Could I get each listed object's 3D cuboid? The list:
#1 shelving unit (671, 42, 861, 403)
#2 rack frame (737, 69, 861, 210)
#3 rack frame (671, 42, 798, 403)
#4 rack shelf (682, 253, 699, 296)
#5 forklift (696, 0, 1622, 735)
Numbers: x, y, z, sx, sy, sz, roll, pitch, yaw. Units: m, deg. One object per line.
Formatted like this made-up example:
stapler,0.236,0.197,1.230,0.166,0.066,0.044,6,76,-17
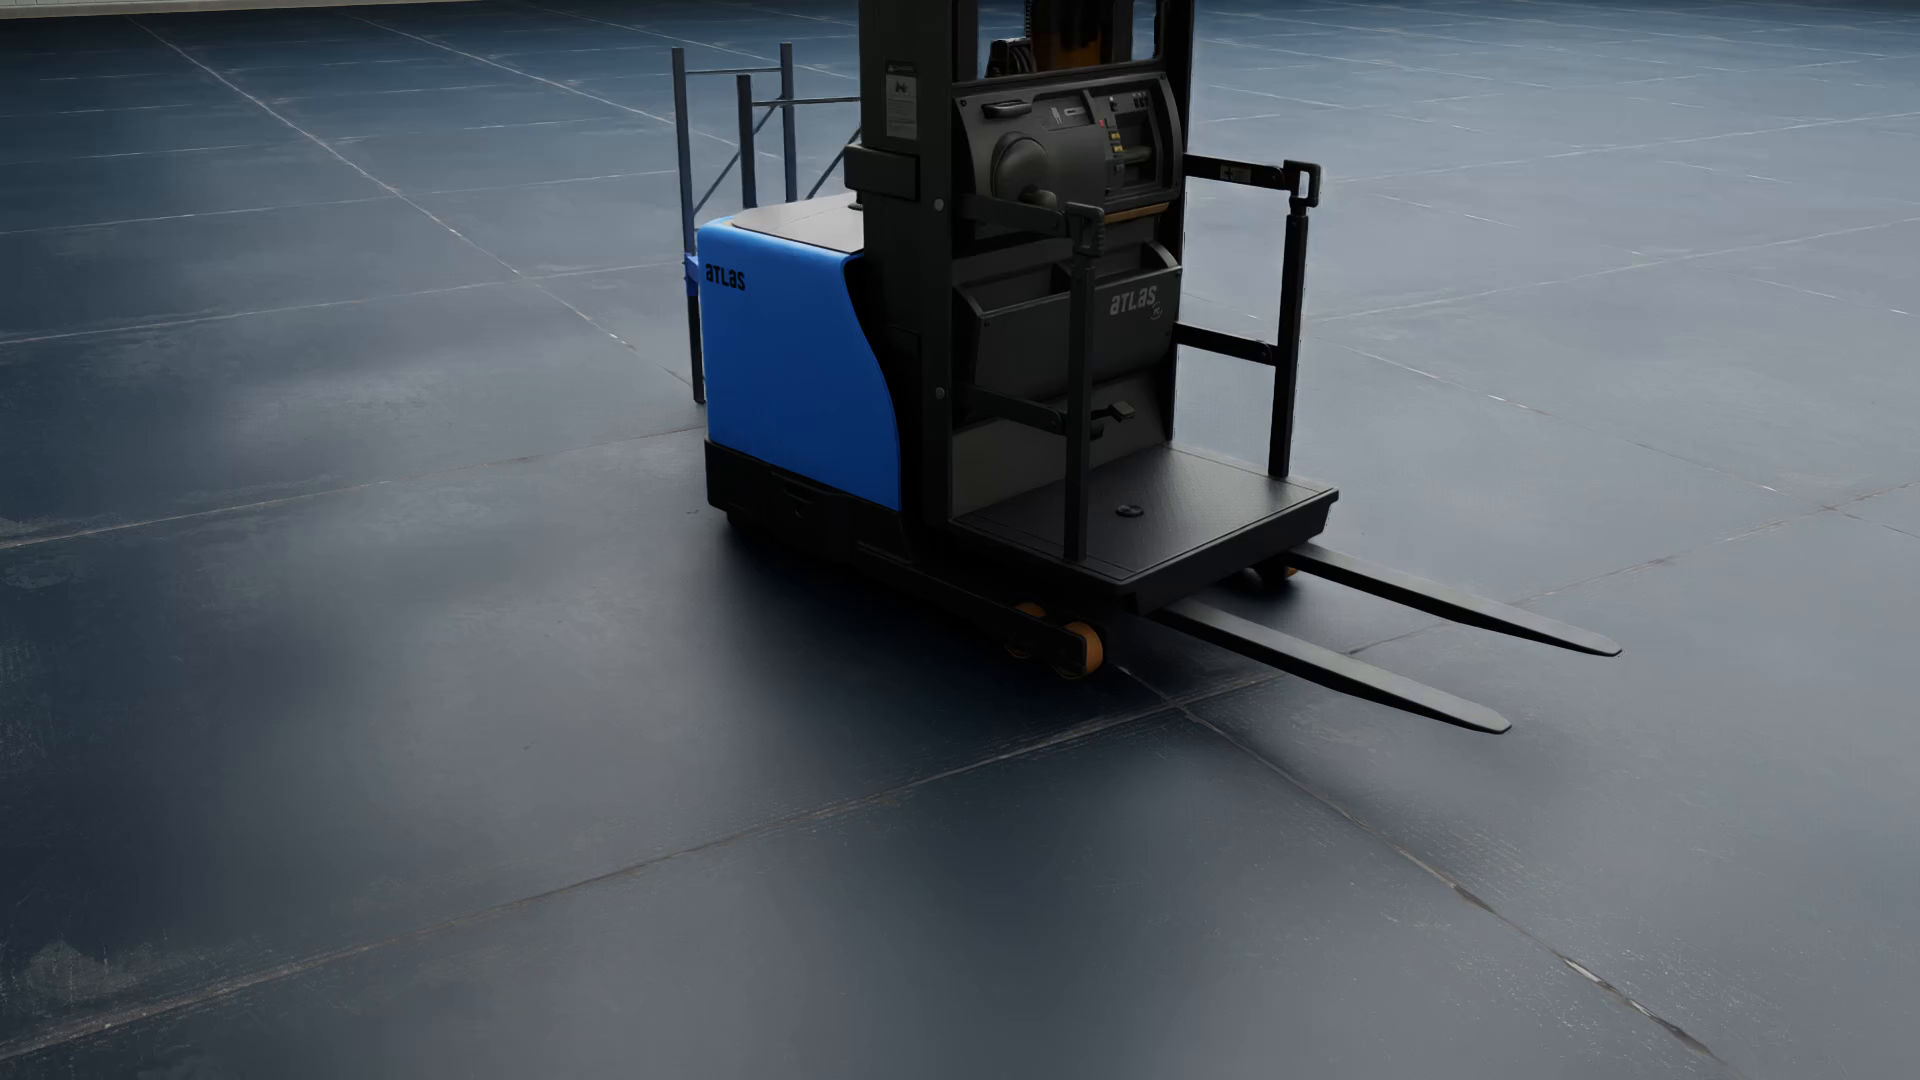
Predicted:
shelving unit,-0.744,-1.161,6.675,0.538,1.500,1.048,-9,24,-20
rack frame,-0.553,-0.983,6.239,0.500,1.500,0.032,-9,24,-20
rack frame,-0.935,-1.338,7.112,0.500,1.500,0.032,-9,24,-20
rack shelf,-0.744,-0.994,6.743,0.538,0.185,1.000,-9,24,-20
forklift,0.489,-1.173,4.804,1.130,2.935,3.031,-21,30,-41
